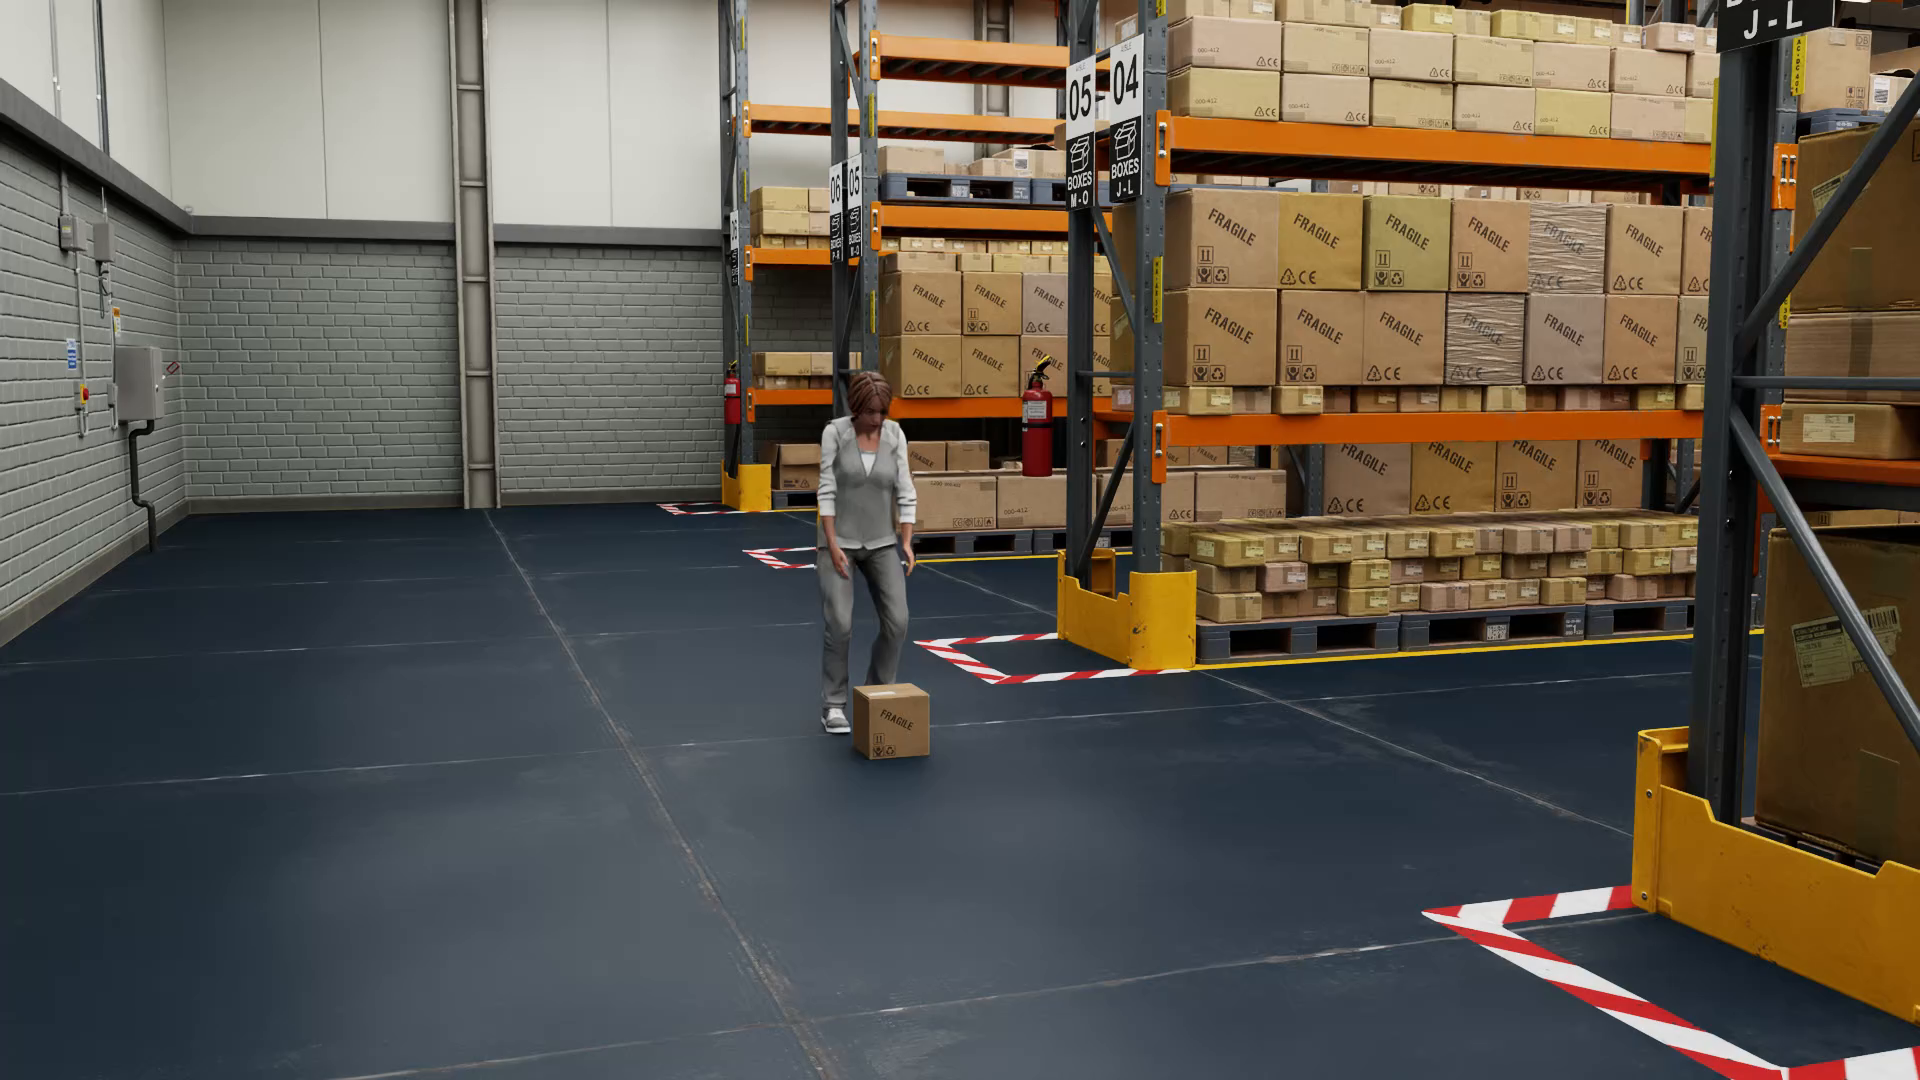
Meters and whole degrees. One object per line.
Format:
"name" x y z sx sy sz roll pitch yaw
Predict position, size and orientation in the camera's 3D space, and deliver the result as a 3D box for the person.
"person" -0.401 0.051 7.108 0.433 1.538 0.418 -2 6 -17
